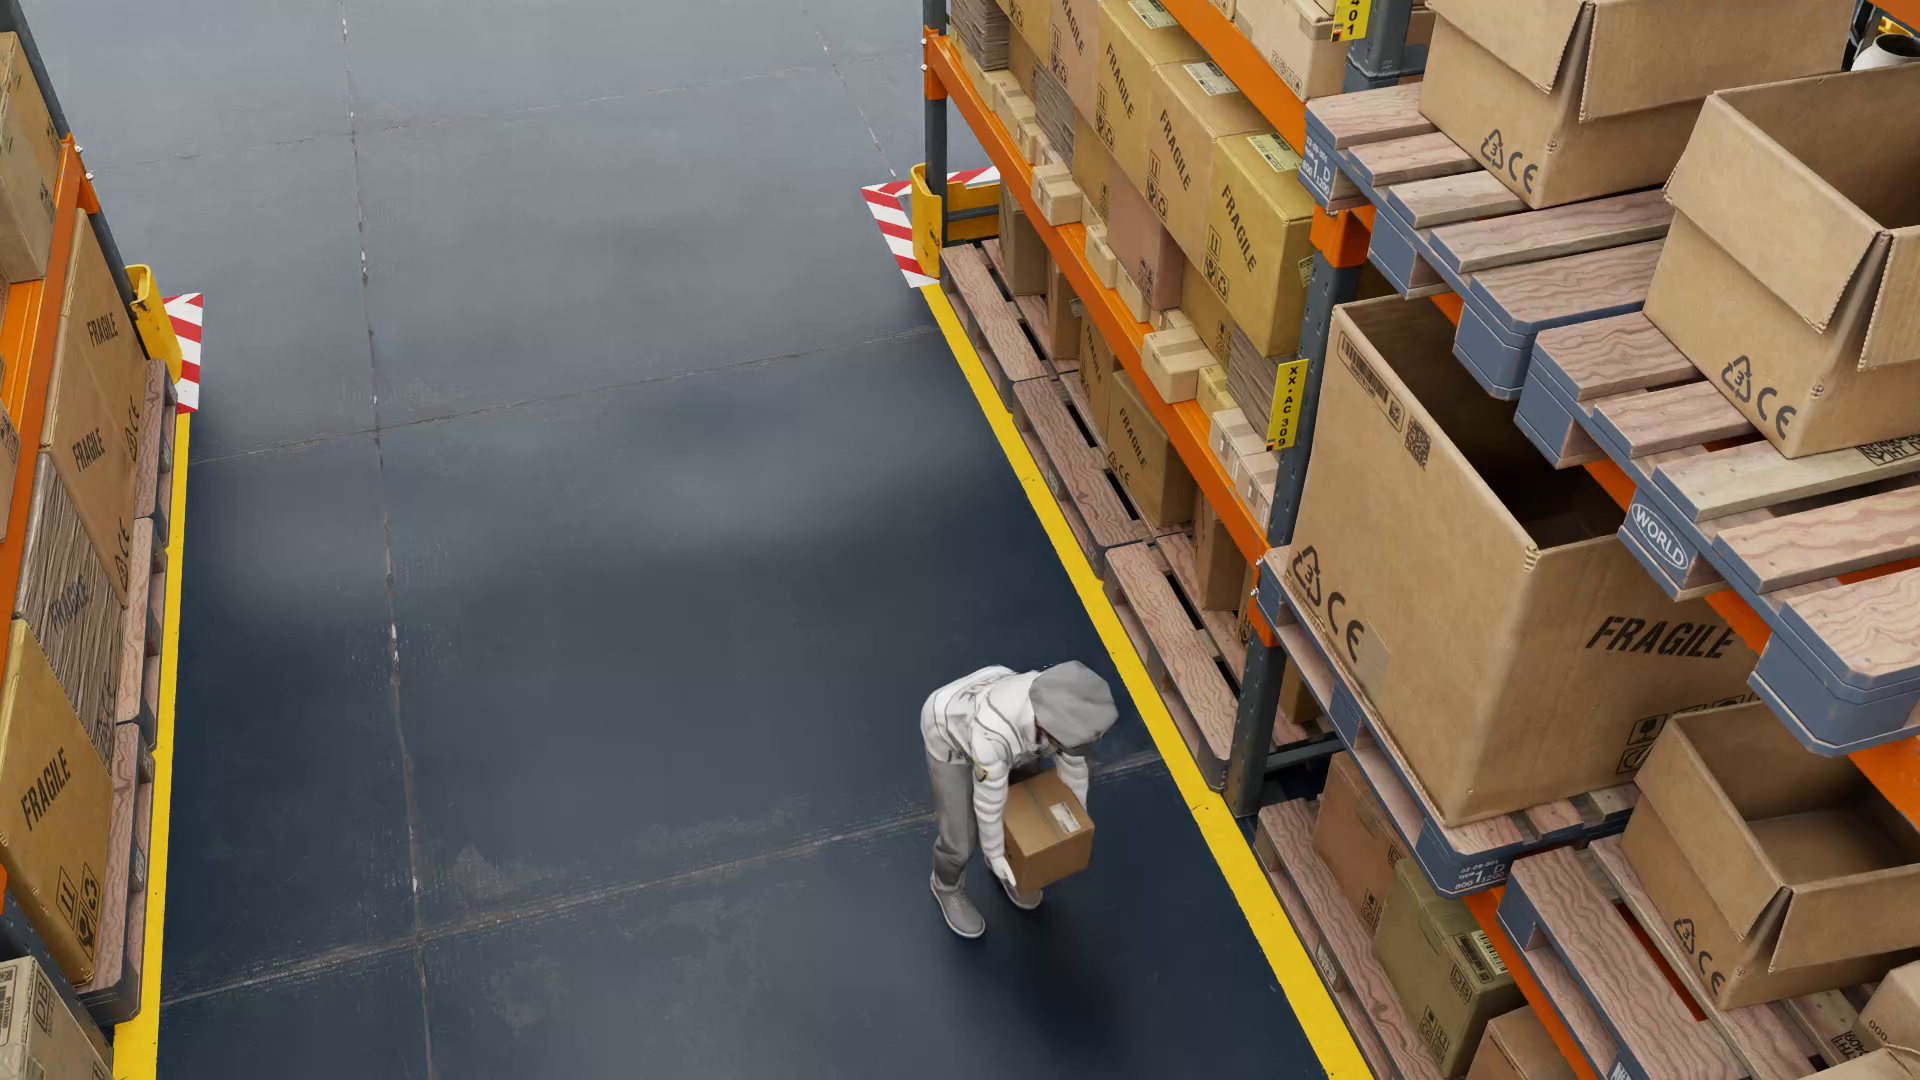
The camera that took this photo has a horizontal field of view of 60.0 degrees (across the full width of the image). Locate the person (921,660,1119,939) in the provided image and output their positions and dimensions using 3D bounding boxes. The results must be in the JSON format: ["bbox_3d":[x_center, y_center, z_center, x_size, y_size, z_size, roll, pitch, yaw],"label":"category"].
[{"bbox_3d":[0.181,0.831,5.394,0.401,1.482,0.759,-23,47,-23],"label":"person"}]
